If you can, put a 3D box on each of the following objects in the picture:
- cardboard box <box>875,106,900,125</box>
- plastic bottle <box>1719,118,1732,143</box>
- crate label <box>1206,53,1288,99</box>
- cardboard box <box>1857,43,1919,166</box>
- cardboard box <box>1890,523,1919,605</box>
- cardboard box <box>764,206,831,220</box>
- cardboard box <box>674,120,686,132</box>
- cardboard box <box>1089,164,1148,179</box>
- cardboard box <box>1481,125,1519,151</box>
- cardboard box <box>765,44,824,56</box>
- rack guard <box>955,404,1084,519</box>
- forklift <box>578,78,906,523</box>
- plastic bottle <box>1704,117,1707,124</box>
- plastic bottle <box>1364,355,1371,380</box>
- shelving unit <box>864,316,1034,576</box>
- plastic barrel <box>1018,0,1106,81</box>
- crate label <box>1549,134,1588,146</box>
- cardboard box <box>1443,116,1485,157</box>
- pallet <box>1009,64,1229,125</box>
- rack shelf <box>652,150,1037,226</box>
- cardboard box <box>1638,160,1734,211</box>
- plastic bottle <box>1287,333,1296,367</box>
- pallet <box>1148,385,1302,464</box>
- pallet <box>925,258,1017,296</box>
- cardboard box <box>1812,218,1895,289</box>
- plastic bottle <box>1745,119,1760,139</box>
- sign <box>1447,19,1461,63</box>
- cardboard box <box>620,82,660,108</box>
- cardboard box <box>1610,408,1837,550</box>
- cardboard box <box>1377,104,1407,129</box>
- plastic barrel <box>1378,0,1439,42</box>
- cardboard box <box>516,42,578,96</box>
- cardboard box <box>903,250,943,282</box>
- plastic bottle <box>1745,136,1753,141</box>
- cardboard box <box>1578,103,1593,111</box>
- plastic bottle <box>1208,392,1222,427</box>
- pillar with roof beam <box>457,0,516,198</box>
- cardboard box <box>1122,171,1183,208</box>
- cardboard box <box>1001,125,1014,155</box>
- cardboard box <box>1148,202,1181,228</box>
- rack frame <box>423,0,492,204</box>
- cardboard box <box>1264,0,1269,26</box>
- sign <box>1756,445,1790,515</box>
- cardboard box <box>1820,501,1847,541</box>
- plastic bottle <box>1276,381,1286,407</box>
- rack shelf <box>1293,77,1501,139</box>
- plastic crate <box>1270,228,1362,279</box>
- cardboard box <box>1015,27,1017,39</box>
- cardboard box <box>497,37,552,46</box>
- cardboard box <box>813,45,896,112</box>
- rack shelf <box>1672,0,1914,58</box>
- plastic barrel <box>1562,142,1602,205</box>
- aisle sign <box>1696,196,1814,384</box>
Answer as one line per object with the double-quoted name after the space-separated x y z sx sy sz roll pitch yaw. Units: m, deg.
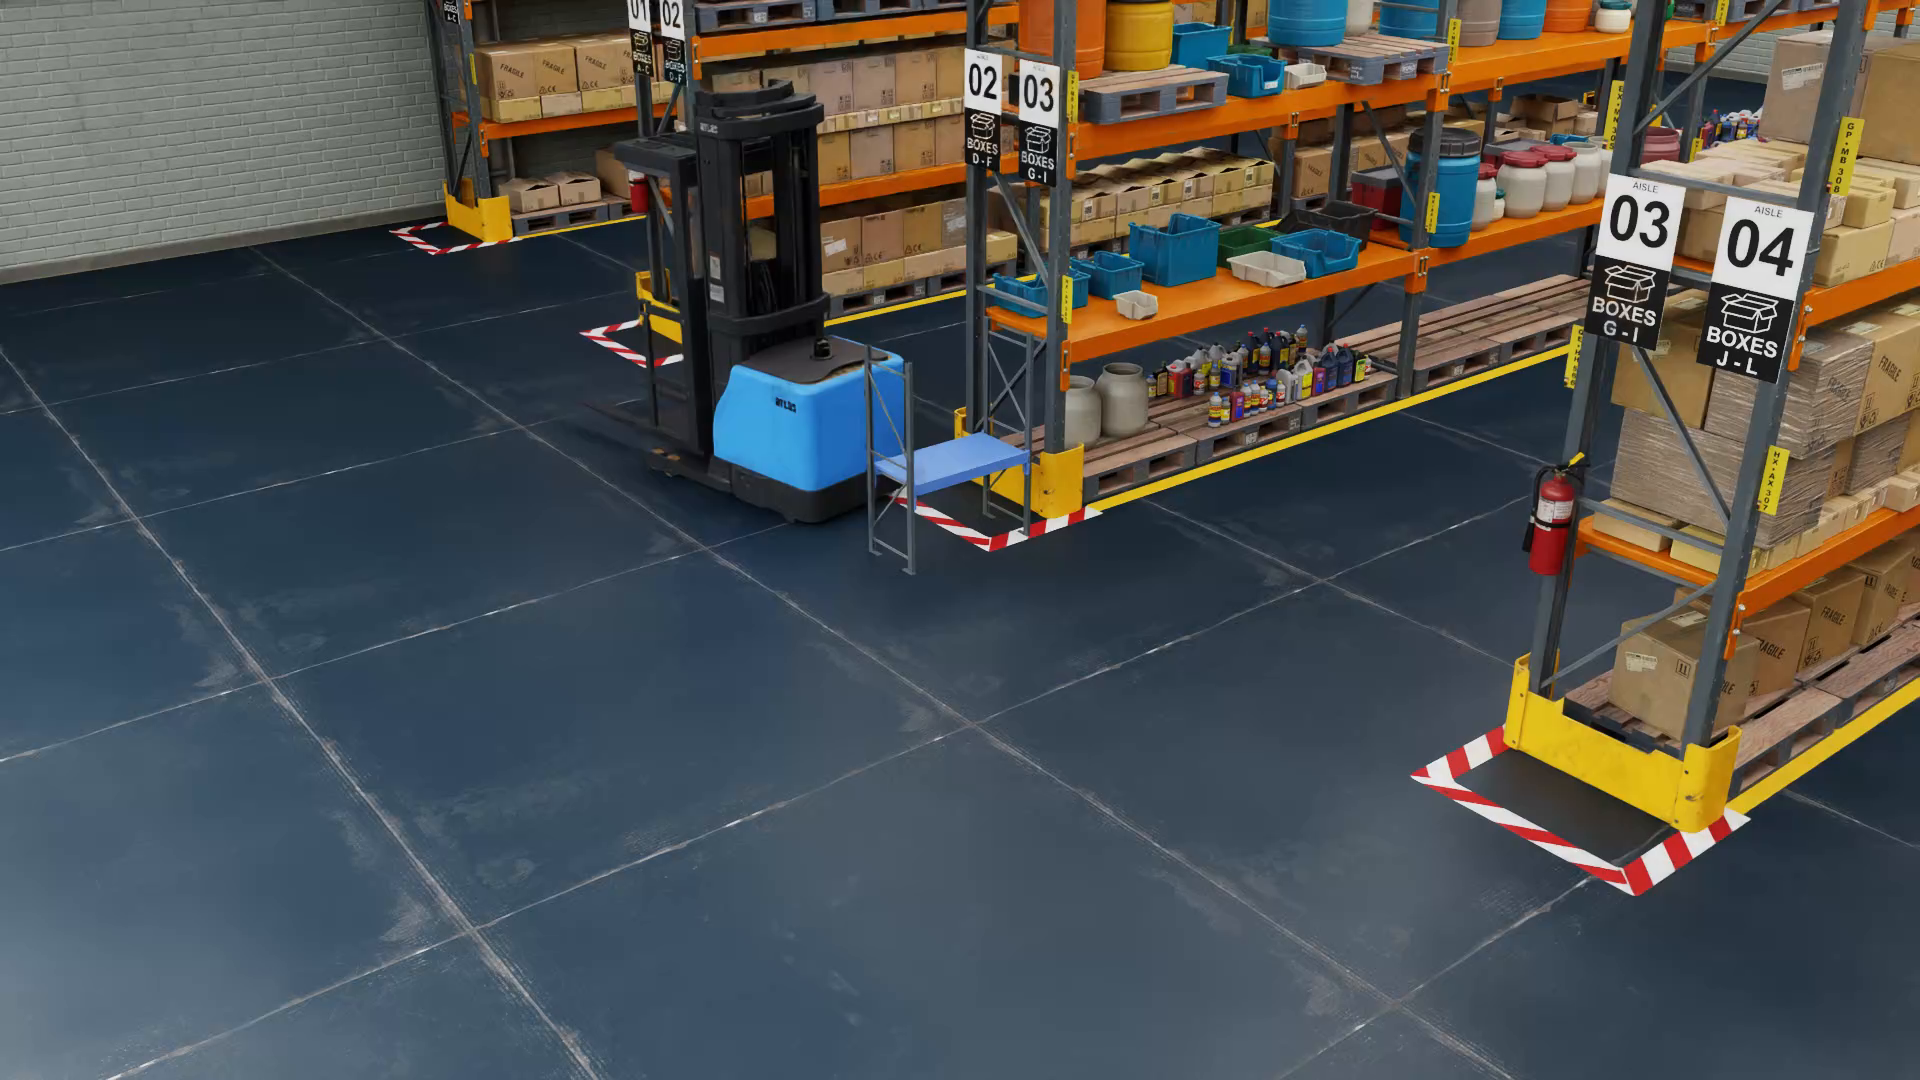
-0.797 -4.186 16.317 0.250 0.149 0.380 -17 30 -32 "cardboard box"
8.158 -4.351 17.715 0.097 0.271 0.097 0 25 0 "plastic bottle"
2.074 -3.376 12.076 0.408 0.251 0.502 -18 31 -34 "crate label"
4.789 -2.130 8.146 0.500 0.500 0.500 -18 31 -34 "cardboard box"
5.816 0.080 10.484 0.500 0.500 0.500 -9 26 -18 "cardboard box"
-1.640 -3.134 16.817 0.500 0.500 0.500 -18 31 -34 "cardboard box"
-2.473 -3.850 15.594 0.250 0.149 0.380 -19 31 -35 "cardboard box"
1.831 -4.181 19.296 0.500 0.311 0.500 -19 31 -35 "cardboard box"
7.251 -5.483 22.672 0.500 0.311 0.500 -18 31 -34 "cardboard box"
-2.146 -6.393 21.321 0.500 0.500 0.700 -18 30 -34 "cardboard box"
0.428 -0.608 12.466 0.348 0.500 1.175 -18 31 -34 "rack guard"
-1.816 -1.961 12.494 3.031 2.935 1.130 21 32 38 "forklift"
7.898 -4.358 17.715 0.133 0.283 0.061 -18 31 -34 "plastic bottle"
3.452 -1.478 14.174 0.097 0.201 0.097 0 25 0 "plastic bottle"
-0.067 -0.658 11.386 1.048 1.500 0.538 -18 31 -34 "shelving unit"
0.702 -3.621 11.416 0.708 0.830 0.600 -18 31 -34 "plastic barrel"
5.744 -3.632 15.971 0.616 0.435 0.502 -18 31 -34 "crate label"
6.576 -5.308 22.071 0.500 0.500 0.500 -18 31 -34 "cardboard box"
1.109 -3.164 11.666 1.213 0.211 1.003 -18 31 -34 "pallet"
-1.082 -3.542 16.673 4.000 0.370 1.077 -18 31 -34 "rack shelf"
3.480 -1.715 8.023 0.250 0.149 0.380 -18 31 -34 "cardboard box"
2.853 -1.647 14.440 0.133 0.283 0.061 -18 31 -34 "plastic bottle"
2.030 -1.001 13.657 1.213 0.211 1.003 -18 31 -34 "pallet"
-0.160 -2.930 17.812 1.213 0.211 1.003 -18 31 -34 "pallet"
3.992 -1.398 7.814 0.500 0.250 0.500 -17 30 -33 "cardboard box"
8.253 -4.184 17.260 0.185 0.351 0.144 -18 31 -34 "plastic bottle"
3.876 -3.925 13.071 0.005 0.325 0.100 -18 31 -34 "sign"
-3.932 -5.352 19.872 0.500 0.250 0.500 -18 30 -34 "cardboard box"
3.904 -0.380 8.533 0.500 0.500 0.875 -18 31 -34 "cardboard box"
5.469 -5.567 21.738 0.500 0.250 0.500 -18 30 -34 "cardboard box"
3.812 -4.538 13.805 0.708 0.901 0.600 -18 31 -34 "plastic barrel"
-4.759 -5.419 19.127 0.500 0.500 0.500 -18 30 -34 "cardboard box"
-0.522 -2.877 17.152 0.500 0.250 0.500 -18 31 -34 "cardboard box"
7.992 -3.967 16.888 0.097 0.271 0.097 0 25 0 "plastic bottle"
8.938 -6.280 24.462 0.500 0.250 0.500 -18 31 -34 "cardboard box"
2.017 -1.036 13.138 0.097 0.271 0.097 0 25 0 "plastic bottle"
-3.042 -6.752 15.609 0.400 9.000 9.100 -18 31 -34 "pillar with roof beam"
2.180 -4.010 18.928 0.500 0.311 0.500 -17 30 -33 "cardboard box"
0.146 -4.315 17.367 0.500 0.500 0.700 -19 31 -35 "cardboard box"
2.172 -3.753 19.041 0.500 0.250 0.500 -18 30 -33 "cardboard box"
-5.716 -4.988 18.936 0.127 3.000 1.000 -18 31 -34 "rack frame"
4.742 -8.565 26.286 0.700 0.700 0.980 -19 31 -35 "cardboard box"
3.789 -0.279 7.759 0.005 0.325 0.100 -18 31 -34 "sign"
4.424 -0.137 8.781 0.250 0.149 0.380 -18 31 -34 "cardboard box"
2.605 -1.199 13.571 0.097 0.201 0.097 0 25 0 "plastic bottle"
5.213 -5.620 21.150 4.000 0.370 1.077 -18 31 -34 "rack shelf"
2.842 -2.301 13.321 0.616 0.251 0.499 -18 31 -34 "plastic crate"
1.120 -7.297 23.415 0.500 0.500 0.500 -17 30 -33 "cardboard box"
-5.074 -5.590 19.495 0.500 0.500 0.500 -18 30 -33 "cardboard box"
-1.038 -4.513 16.251 0.500 0.500 0.700 -18 31 -34 "cardboard box"
8.267 -5.339 16.981 4.000 0.370 1.077 -18 31 -34 "rack shelf"
5.684 -3.388 15.354 0.421 0.512 0.421 0 25 0 "plastic barrel"
3.590 -1.130 7.533 0.004 0.787 0.394 -18 31 -34 "aisle sign"
